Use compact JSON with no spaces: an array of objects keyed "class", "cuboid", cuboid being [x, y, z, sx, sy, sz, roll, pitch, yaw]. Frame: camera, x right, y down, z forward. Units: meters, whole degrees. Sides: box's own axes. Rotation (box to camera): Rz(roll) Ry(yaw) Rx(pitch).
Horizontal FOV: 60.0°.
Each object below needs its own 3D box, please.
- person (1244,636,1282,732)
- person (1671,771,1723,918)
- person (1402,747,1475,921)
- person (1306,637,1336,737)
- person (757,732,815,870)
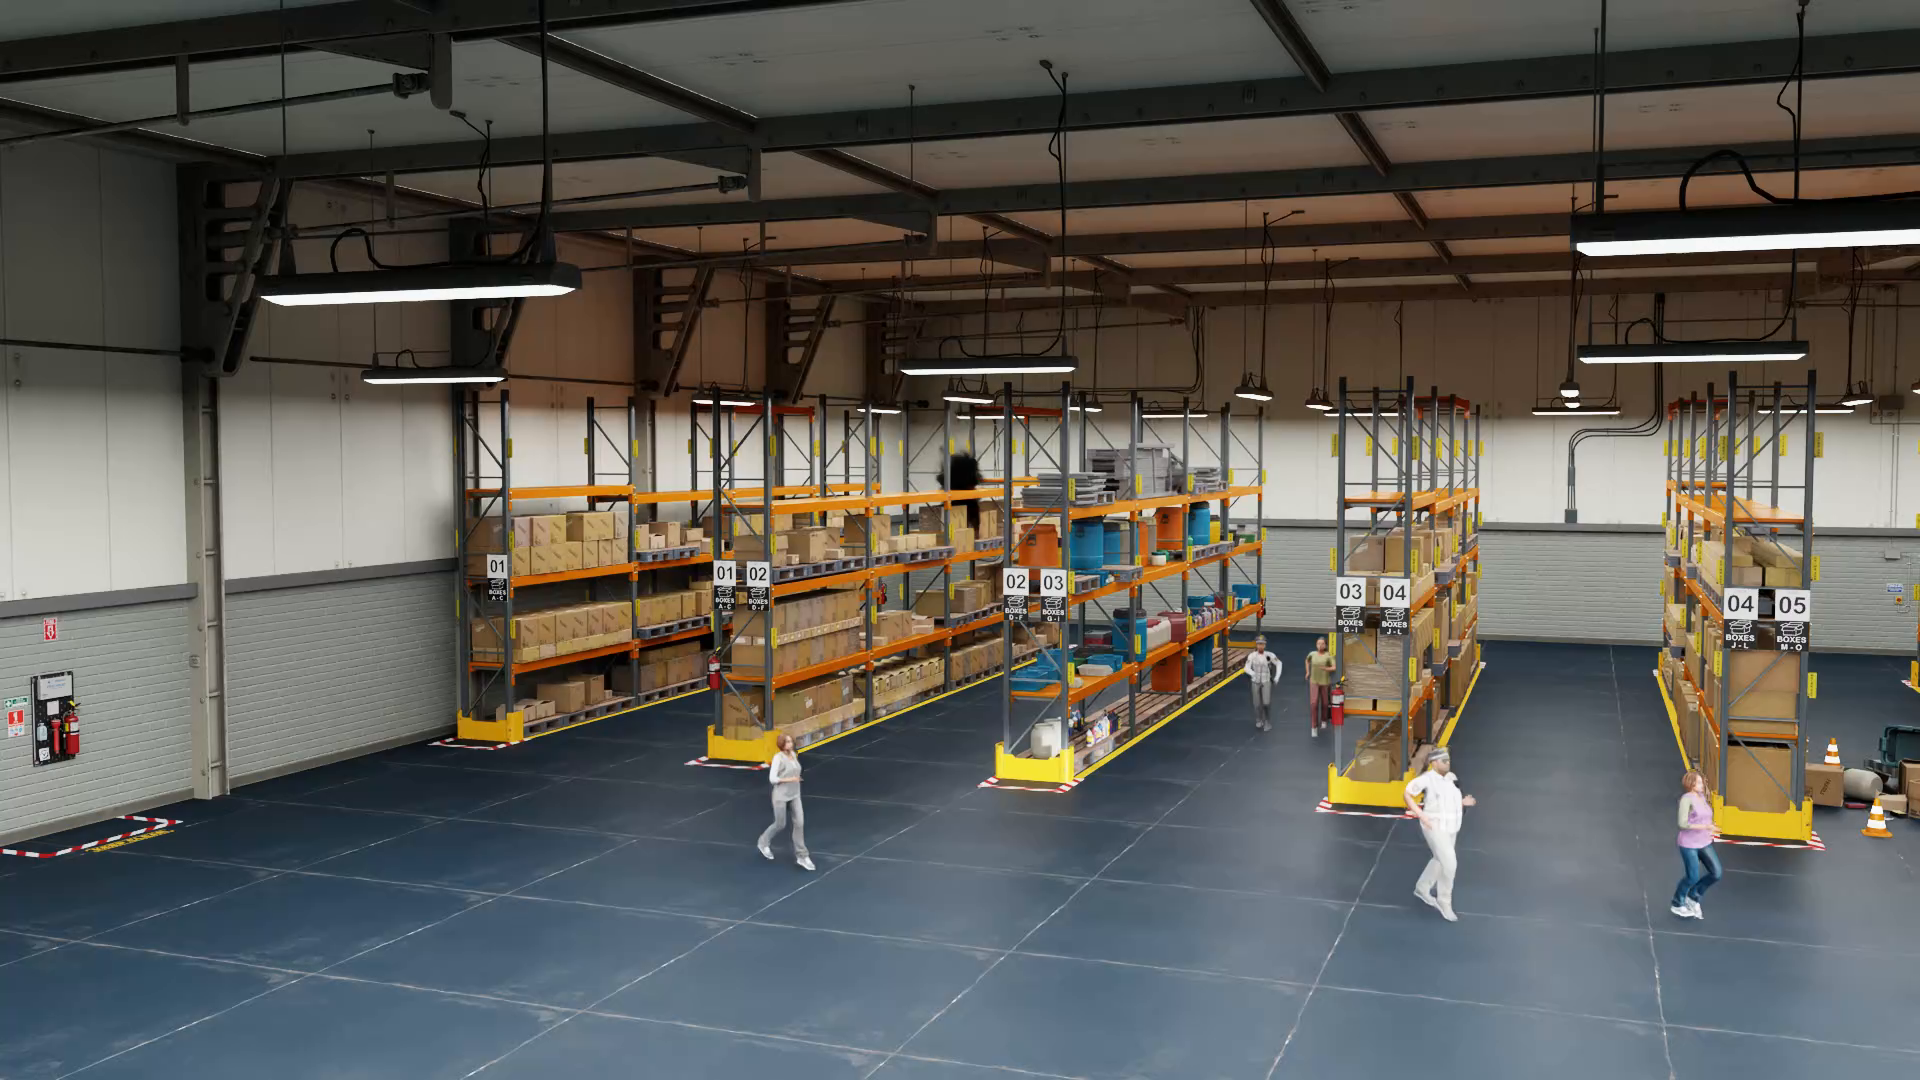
[{"class":"person","cuboid":[5.348,2.550,29.402,0.643,1.708,0.660,1,3,15]},{"class":"person","cuboid":[7.807,3.236,17.574,0.517,1.575,0.596,-2,4,-31]},{"class":"person","cuboid":[5.173,3.138,17.883,0.639,1.851,0.745,-3,4,-40]},{"class":"person","cuboid":[6.320,2.544,29.134,0.557,1.701,0.879,1,3,16]},{"class":"person","cuboid":[-2.087,3.087,19.819,0.851,1.606,0.535,3,4,39]}]
